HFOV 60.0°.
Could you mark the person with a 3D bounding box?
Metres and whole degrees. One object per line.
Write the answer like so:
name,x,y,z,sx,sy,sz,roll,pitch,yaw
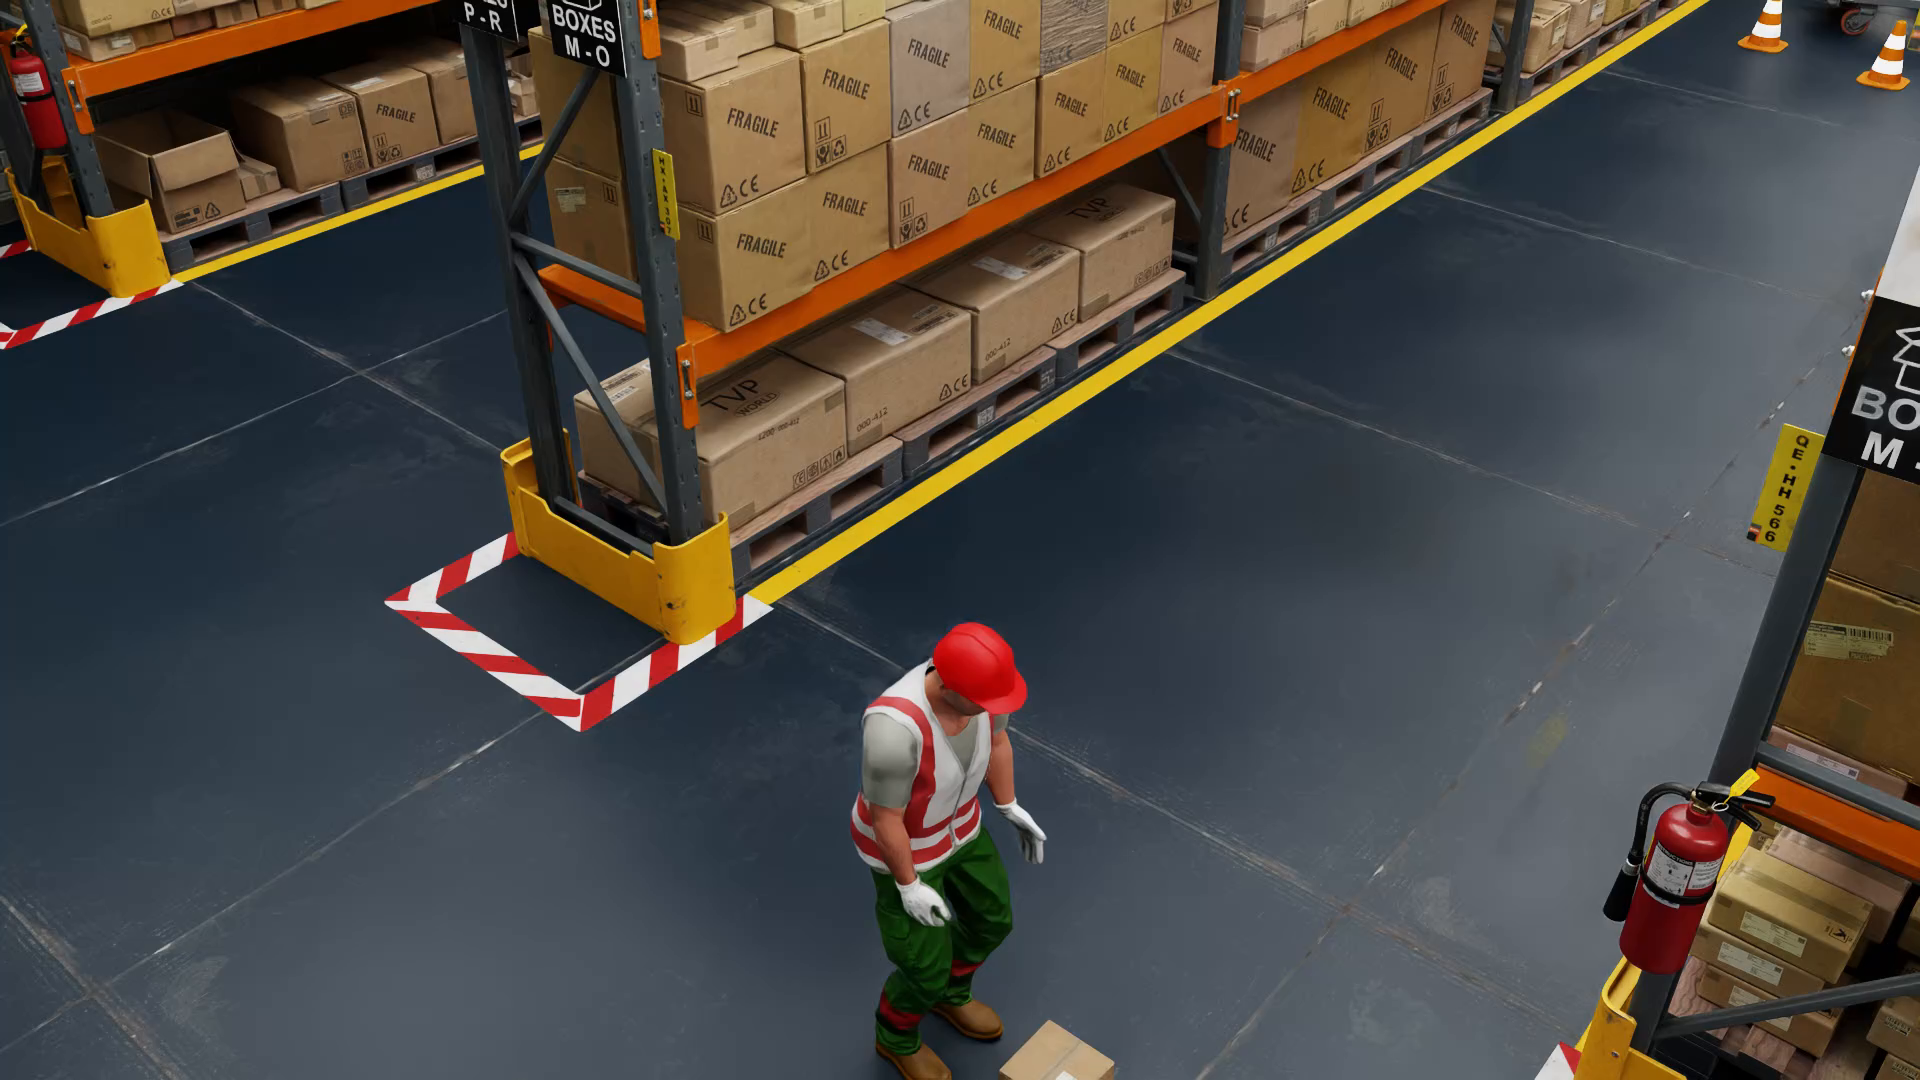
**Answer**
person,-0.038,0.900,4.893,0.496,1.712,0.551,27,43,33
